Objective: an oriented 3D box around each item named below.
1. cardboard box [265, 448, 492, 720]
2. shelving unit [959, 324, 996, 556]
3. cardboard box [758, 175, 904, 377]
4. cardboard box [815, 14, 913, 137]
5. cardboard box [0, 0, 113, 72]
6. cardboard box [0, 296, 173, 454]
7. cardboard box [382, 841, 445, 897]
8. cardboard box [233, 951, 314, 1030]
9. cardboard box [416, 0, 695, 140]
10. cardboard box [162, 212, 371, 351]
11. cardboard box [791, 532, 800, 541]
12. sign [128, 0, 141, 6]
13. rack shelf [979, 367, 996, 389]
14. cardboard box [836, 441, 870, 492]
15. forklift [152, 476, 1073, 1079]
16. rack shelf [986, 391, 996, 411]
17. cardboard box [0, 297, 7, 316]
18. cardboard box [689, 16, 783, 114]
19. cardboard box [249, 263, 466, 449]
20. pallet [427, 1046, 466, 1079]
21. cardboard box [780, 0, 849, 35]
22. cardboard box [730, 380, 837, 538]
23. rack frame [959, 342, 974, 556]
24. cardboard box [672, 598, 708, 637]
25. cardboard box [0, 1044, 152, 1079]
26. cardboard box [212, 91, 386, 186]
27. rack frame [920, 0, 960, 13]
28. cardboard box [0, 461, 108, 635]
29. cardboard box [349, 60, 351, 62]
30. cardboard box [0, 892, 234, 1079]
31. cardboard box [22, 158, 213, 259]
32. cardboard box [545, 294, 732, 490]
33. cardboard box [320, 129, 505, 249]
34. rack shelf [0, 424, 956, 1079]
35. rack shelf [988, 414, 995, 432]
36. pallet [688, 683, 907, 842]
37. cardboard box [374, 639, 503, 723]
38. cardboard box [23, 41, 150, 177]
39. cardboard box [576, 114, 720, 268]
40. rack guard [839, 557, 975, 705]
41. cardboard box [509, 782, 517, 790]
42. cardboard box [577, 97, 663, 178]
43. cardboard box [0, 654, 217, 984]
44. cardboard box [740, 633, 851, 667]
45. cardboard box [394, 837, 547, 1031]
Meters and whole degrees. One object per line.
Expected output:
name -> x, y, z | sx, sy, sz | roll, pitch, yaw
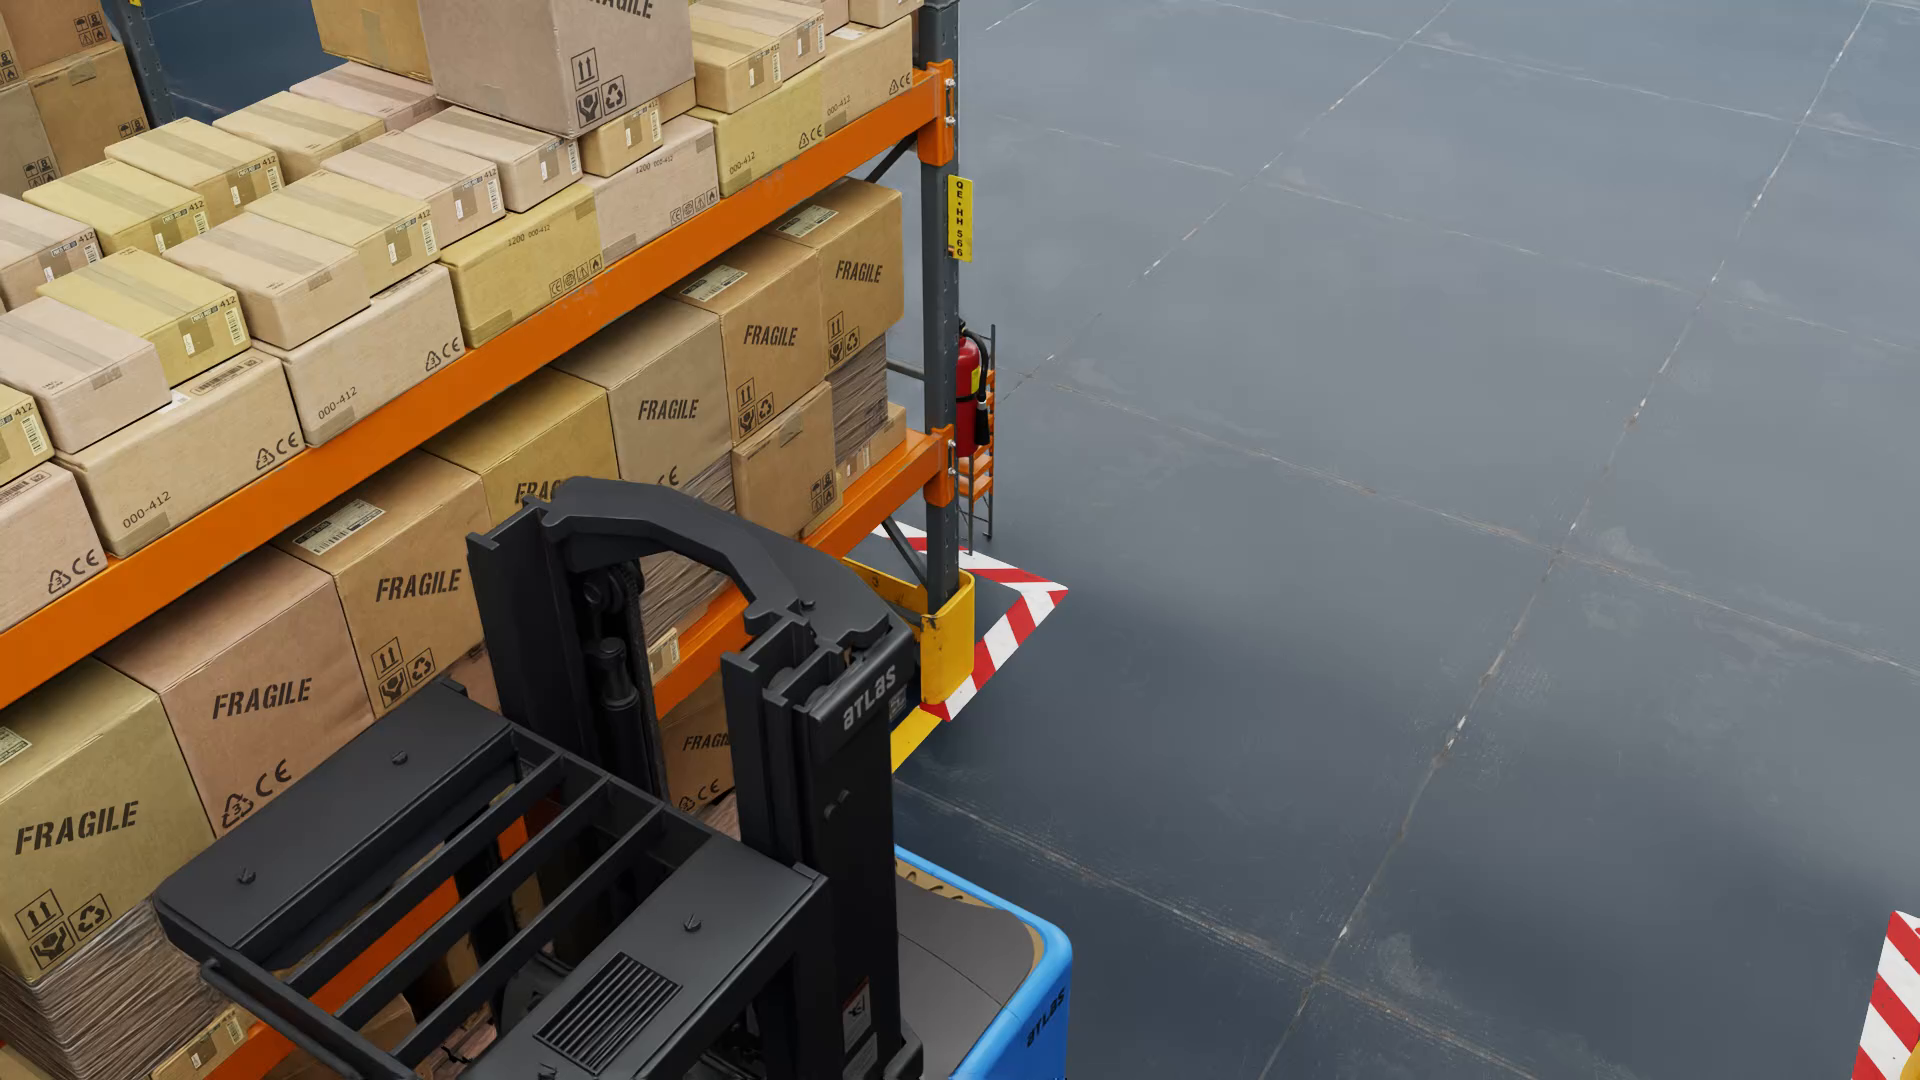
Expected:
cardboard box -> -1.609, 0.072, 4.495 | 0.500, 0.500, 0.500 | 21, 42, 25
shelving unit -> 0.008, -0.483, 7.833 | 0.258, 1.200, 0.189 | 21, 42, 25
cardboard box -> -0.543, -0.961, 5.835 | 0.500, 0.500, 0.500 | 21, 42, 25
cardboard box -> -0.501, -1.569, 5.434 | 0.500, 0.250, 0.500 | 22, 43, 26
cardboard box -> -4.822, -2.755, 8.299 | 0.875, 0.550, 0.550 | 21, 42, 25
cardboard box -> -1.917, -0.356, 3.534 | 0.380, 0.149, 0.250 | 21, 43, 25
cardboard box -> -1.681, 0.867, 4.814 | 0.380, 0.149, 0.250 | 21, 42, 25
cardboard box -> -1.975, 1.114, 4.493 | 0.380, 0.149, 0.250 | 21, 42, 25
cardboard box -> -1.074, -1.434, 4.401 | 0.500, 0.500, 0.500 | 21, 42, 25
cardboard box -> -1.606, -0.605, 3.857 | 0.380, 0.149, 0.250 | 20, 42, 24
cardboard box -> -0.807, -0.060, 6.016 | 0.380, 0.149, 0.250 | 21, 42, 25
sign -> -4.140, -2.814, 8.241 | 0.100, 0.325, 0.005 | 21, 42, 25
rack shelf -> 0.008, -0.733, 7.640 | 0.258, 0.103, 0.180 | 21, 42, 25
cardboard box -> -0.570, -0.329, 6.366 | 0.380, 0.149, 0.250 | 21, 42, 25
forklift -> -0.879, 1.449, 3.909 | 1.130, 2.935, 3.031 | 22, 43, 26
rack shelf -> 0.008, -0.638, 7.714 | 0.258, 0.103, 0.180 | 21, 42, 25
cardboard box -> -2.388, -0.524, 3.752 | 0.380, 0.149, 0.250 | 19, 42, 23
cardboard box -> -0.749, -1.403, 4.893 | 0.380, 0.149, 0.250 | 21, 43, 25
cardboard box -> -1.588, -0.514, 4.065 | 0.500, 0.250, 0.500 | 19, 42, 23
pallet -> -2.270, 2.037, 5.375 | 1.003, 0.211, 1.213 | 21, 42, 25
cardboard box -> -0.581, -1.718, 5.300 | 0.380, 0.149, 0.250 | 20, 42, 24
cardboard box -> -0.941, -0.358, 5.871 | 0.875, 0.500, 0.500 | 21, 42, 25
rack frame -> -0.041, -0.436, 7.772 | 0.240, 1.200, 0.006 | 21, 42, 25
cardboard box -> -1.091, 0.192, 5.690 | 0.380, 0.149, 0.250 | 21, 42, 25
cardboard box -> -2.231, 1.377, 4.152 | 0.380, 0.149, 0.250 | 21, 42, 25
cardboard box -> -1.749, -1.050, 4.434 | 0.380, 0.149, 0.250 | 20, 42, 24
rack frame -> -0.457, -3.148, 4.903 | 1.000, 3.000, 0.127 | 21, 42, 25
cardboard box -> -2.143, 0.013, 3.382 | 0.500, 0.250, 0.500 | 20, 42, 23
cardboard box -> -1.525, -1.333, 4.801 | 0.380, 0.149, 0.250 | 19, 42, 23
cardboard box -> -2.307, 0.921, 4.213 | 0.875, 0.500, 0.500 | 21, 42, 25
cardboard box -> -2.062, -0.784, 4.089 | 0.380, 0.149, 0.250 | 23, 43, 27
cardboard box -> -1.076, -0.445, 5.165 | 0.500, 0.500, 0.500 | 21, 42, 25
cardboard box -> -1.390, -0.892, 4.229 | 0.380, 0.149, 0.250 | 22, 43, 26
rack shelf -> -1.529, 0.544, 5.616 | 1.077, 0.370, 4.000 | 21, 42, 25
rack shelf -> 0.008, -0.543, 7.787 | 0.258, 0.103, 0.180 | 21, 42, 25
pallet -> -0.963, 0.779, 7.006 | 1.003, 0.211, 1.213 | 21, 42, 25
cardboard box -> -1.826, 0.384, 4.909 | 0.875, 0.500, 0.500 | 21, 42, 25
cardboard box -> -4.752, -2.300, 8.593 | 0.875, 0.550, 0.550 | 21, 42, 25
cardboard box -> -1.048, -1.049, 4.760 | 0.500, 0.250, 0.500 | 22, 43, 26
rack guard -> -0.498, 0.257, 7.447 | 1.175, 0.500, 0.348 | 21, 42, 25
cardboard box -> -1.439, 0.599, 5.161 | 0.380, 0.149, 0.250 | 21, 42, 25
cardboard box -> -1.046, -1.145, 4.557 | 0.380, 0.149, 0.250 | 19, 42, 23
cardboard box -> -2.144, 0.588, 3.826 | 0.500, 0.500, 0.500 | 21, 42, 25
cardboard box -> -0.806, 0.368, 6.959 | 0.500, 0.500, 0.500 | 30, 47, 33
cardboard box -> -1.785, 1.277, 5.780 | 0.500, 0.500, 0.500 | 17, 41, 21
